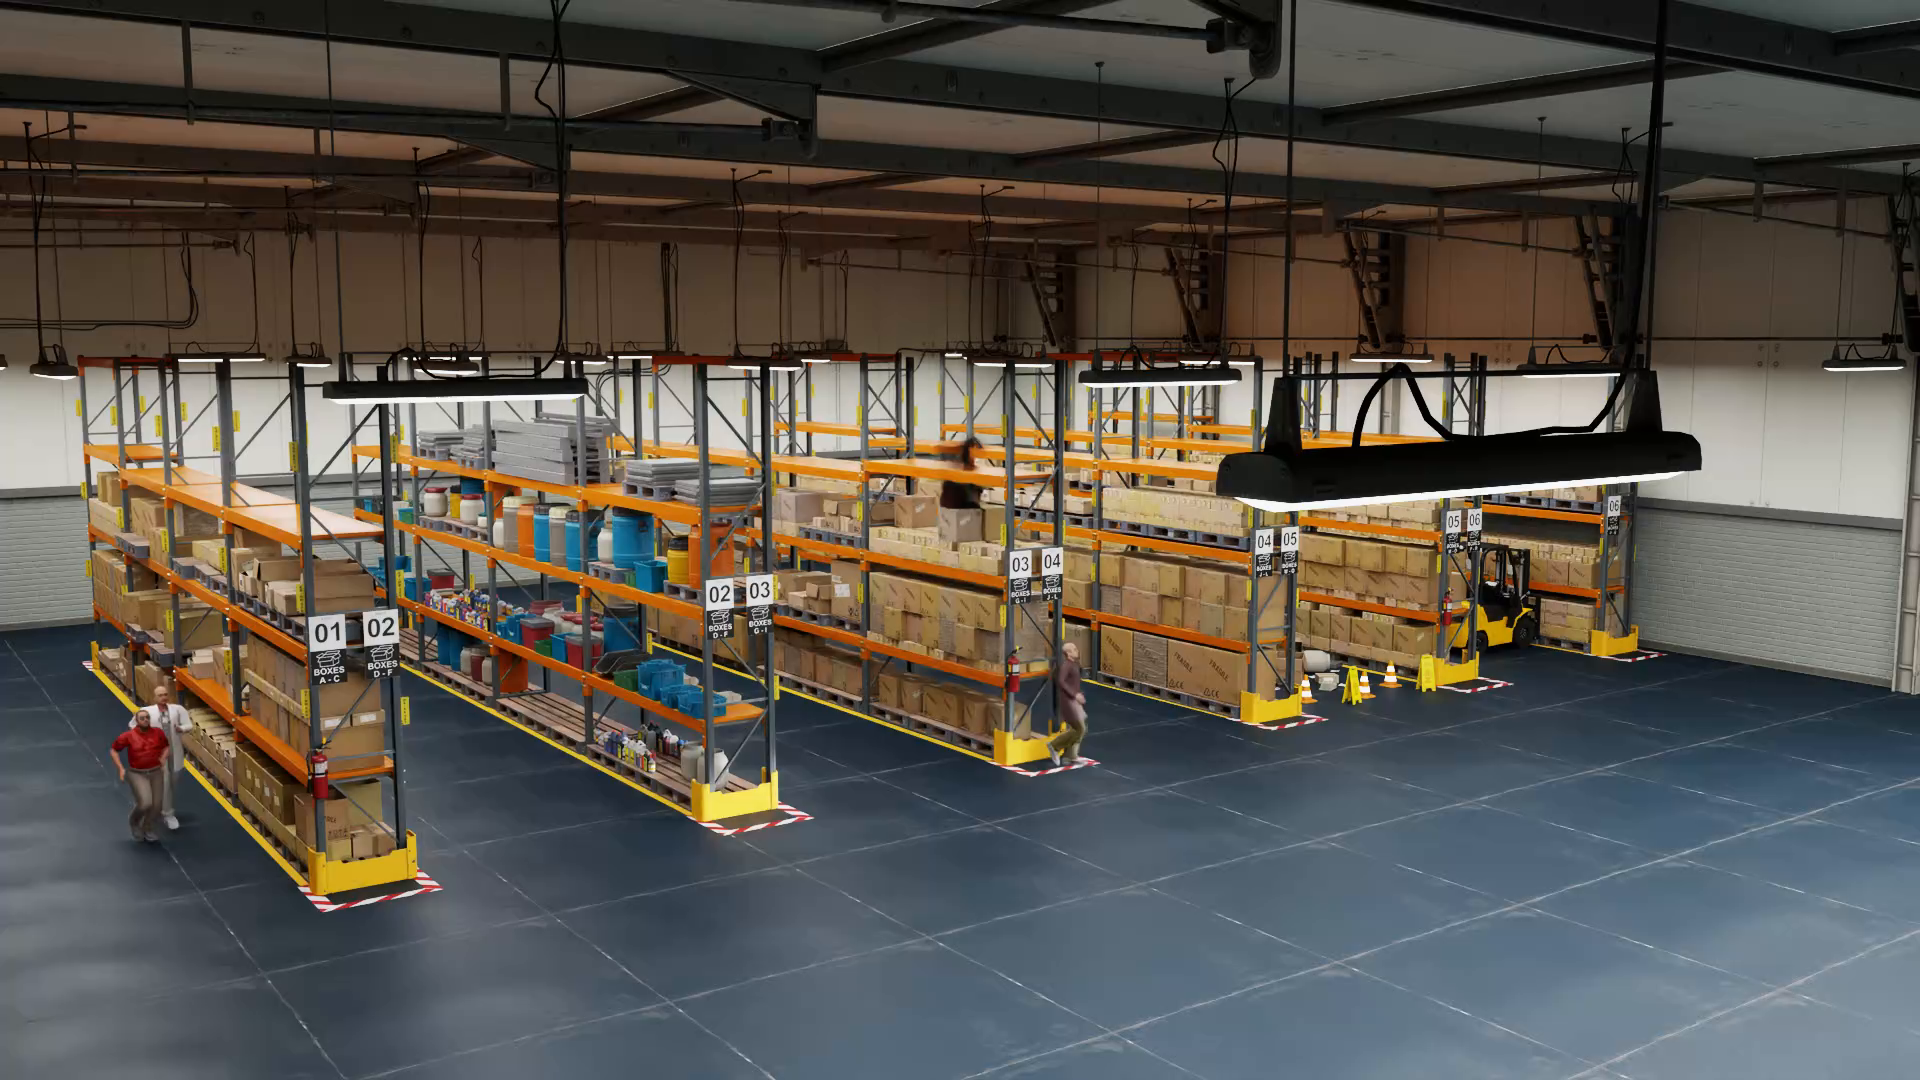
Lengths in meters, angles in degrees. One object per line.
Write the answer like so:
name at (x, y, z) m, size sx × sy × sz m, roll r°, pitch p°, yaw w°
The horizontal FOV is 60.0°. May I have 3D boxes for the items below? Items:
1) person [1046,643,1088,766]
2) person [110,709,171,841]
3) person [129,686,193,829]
person at (1.528, 2.324, 23.650) m, size 0.586 × 1.743 × 0.737 m, roll 1°, pitch 7°, yaw 6°
person at (-10.193, 3.000, 20.857) m, size 0.602 × 1.614 × 0.658 m, roll 6°, pitch 9°, yaw 40°
person at (-10.385, 2.792, 21.721) m, size 0.695 × 1.779 × 1.045 m, roll -6°, pitch 9°, yaw -43°
